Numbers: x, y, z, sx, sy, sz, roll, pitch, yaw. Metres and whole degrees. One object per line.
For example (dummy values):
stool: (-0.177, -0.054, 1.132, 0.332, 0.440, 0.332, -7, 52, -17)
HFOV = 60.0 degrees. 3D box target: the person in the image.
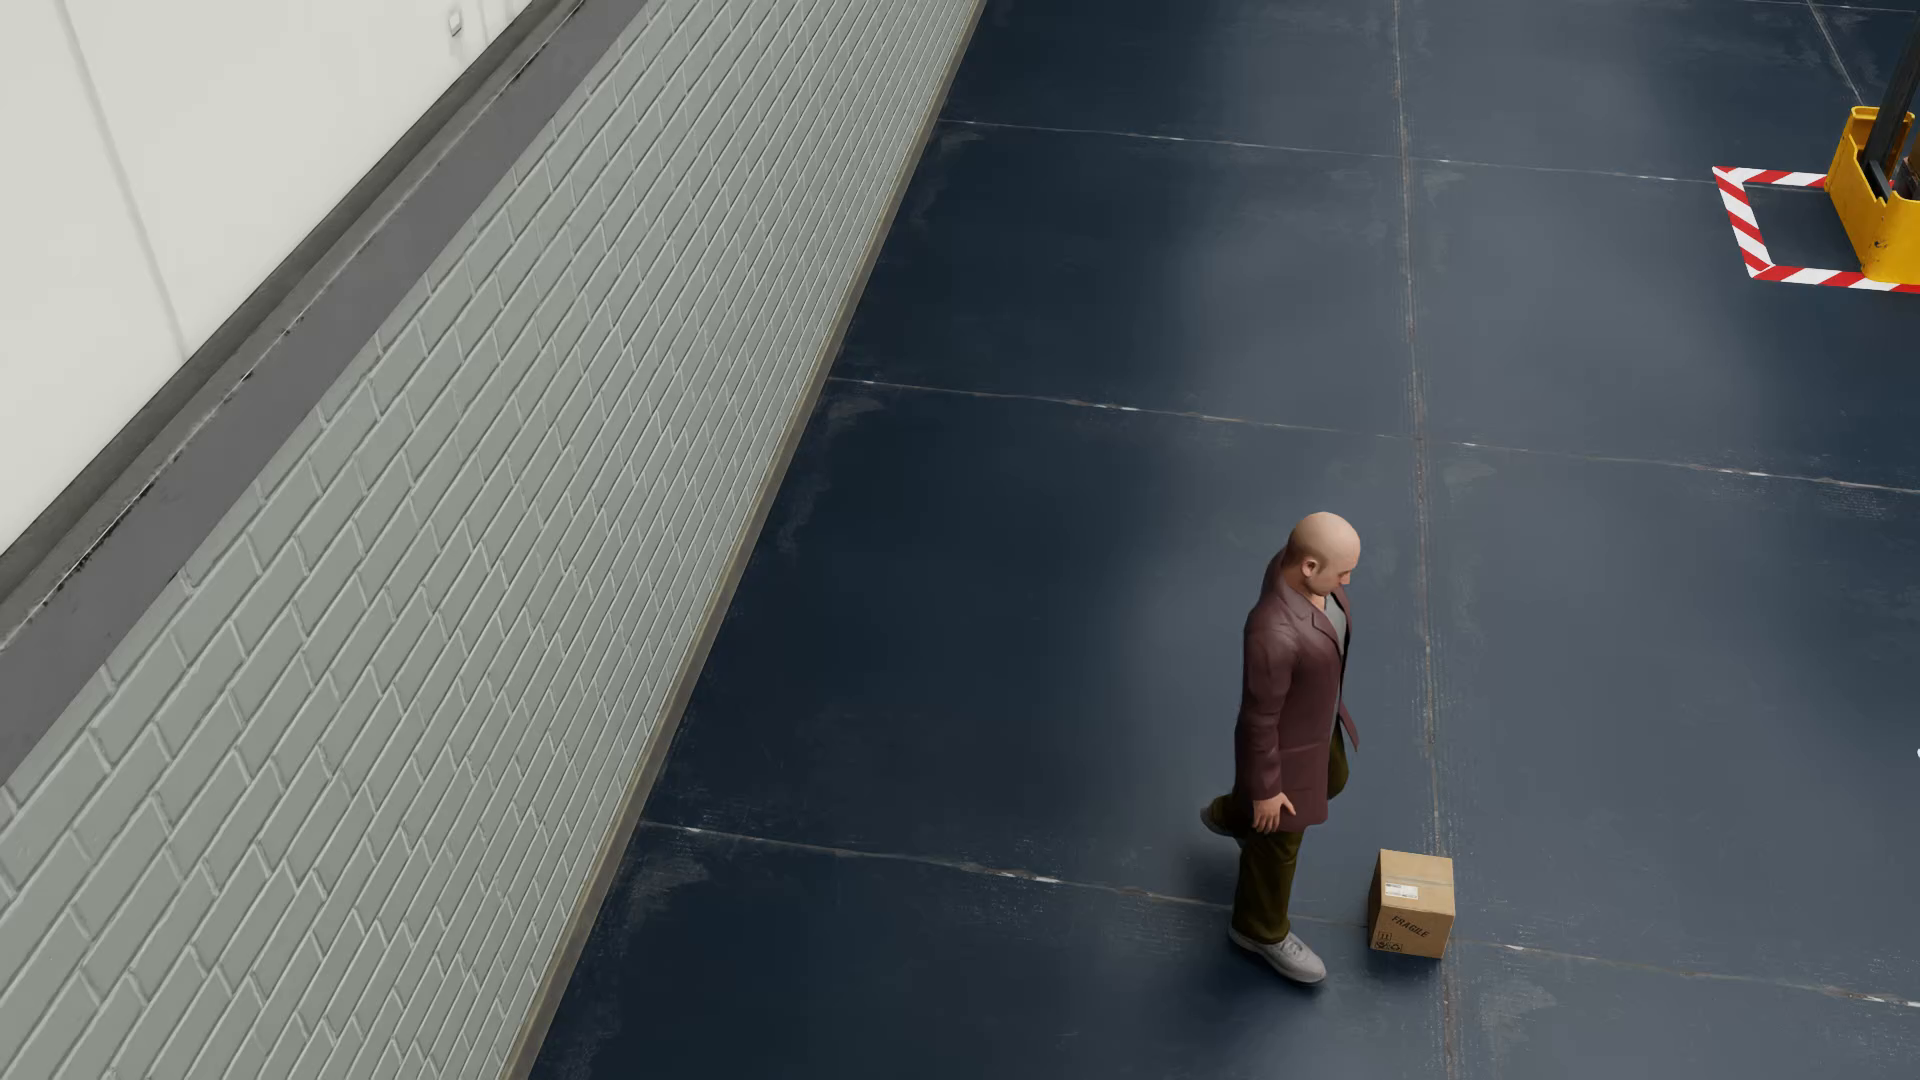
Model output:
person: (1.073, 0.632, 5.392, 0.586, 1.777, 0.691, 16, 42, 18)
